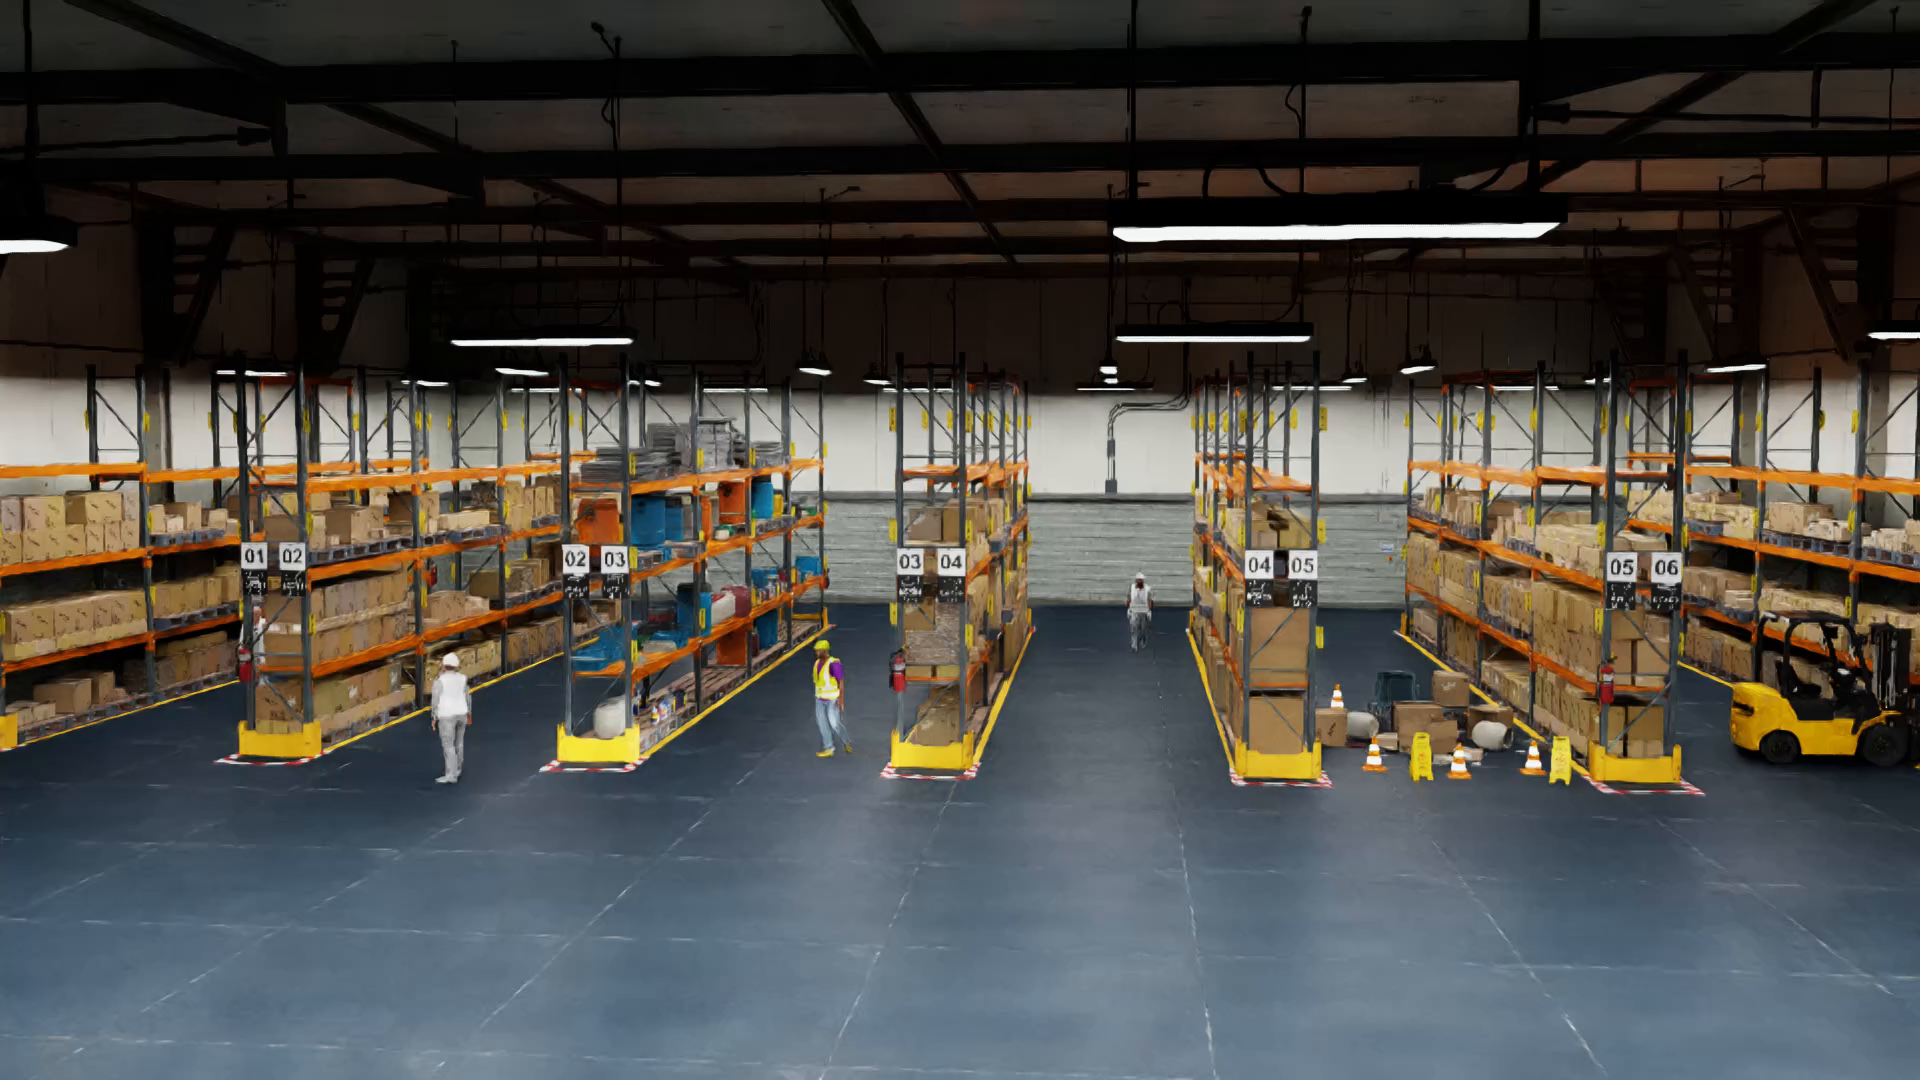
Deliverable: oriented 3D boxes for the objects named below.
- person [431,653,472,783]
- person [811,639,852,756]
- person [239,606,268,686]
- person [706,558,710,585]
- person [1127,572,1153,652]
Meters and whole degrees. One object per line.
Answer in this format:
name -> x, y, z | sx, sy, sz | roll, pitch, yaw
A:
person -> -7.112, 2.452, 23.218 | 0.575, 1.768, 0.626 | 3, 5, 38
person -> -1.937, 2.358, 24.958 | 0.611, 1.753, 0.567 | 4, 5, 41
person -> -12.524, 2.024, 29.634 | 0.580, 1.713, 1.102 | 0, 4, -3
person -> -6.147, 1.260, 39.933 | 0.385, 1.769, 0.703 | 0, 4, -4
person -> 3.932, 1.554, 36.346 | 0.561, 1.707, 1.127 | 0, 4, 3
